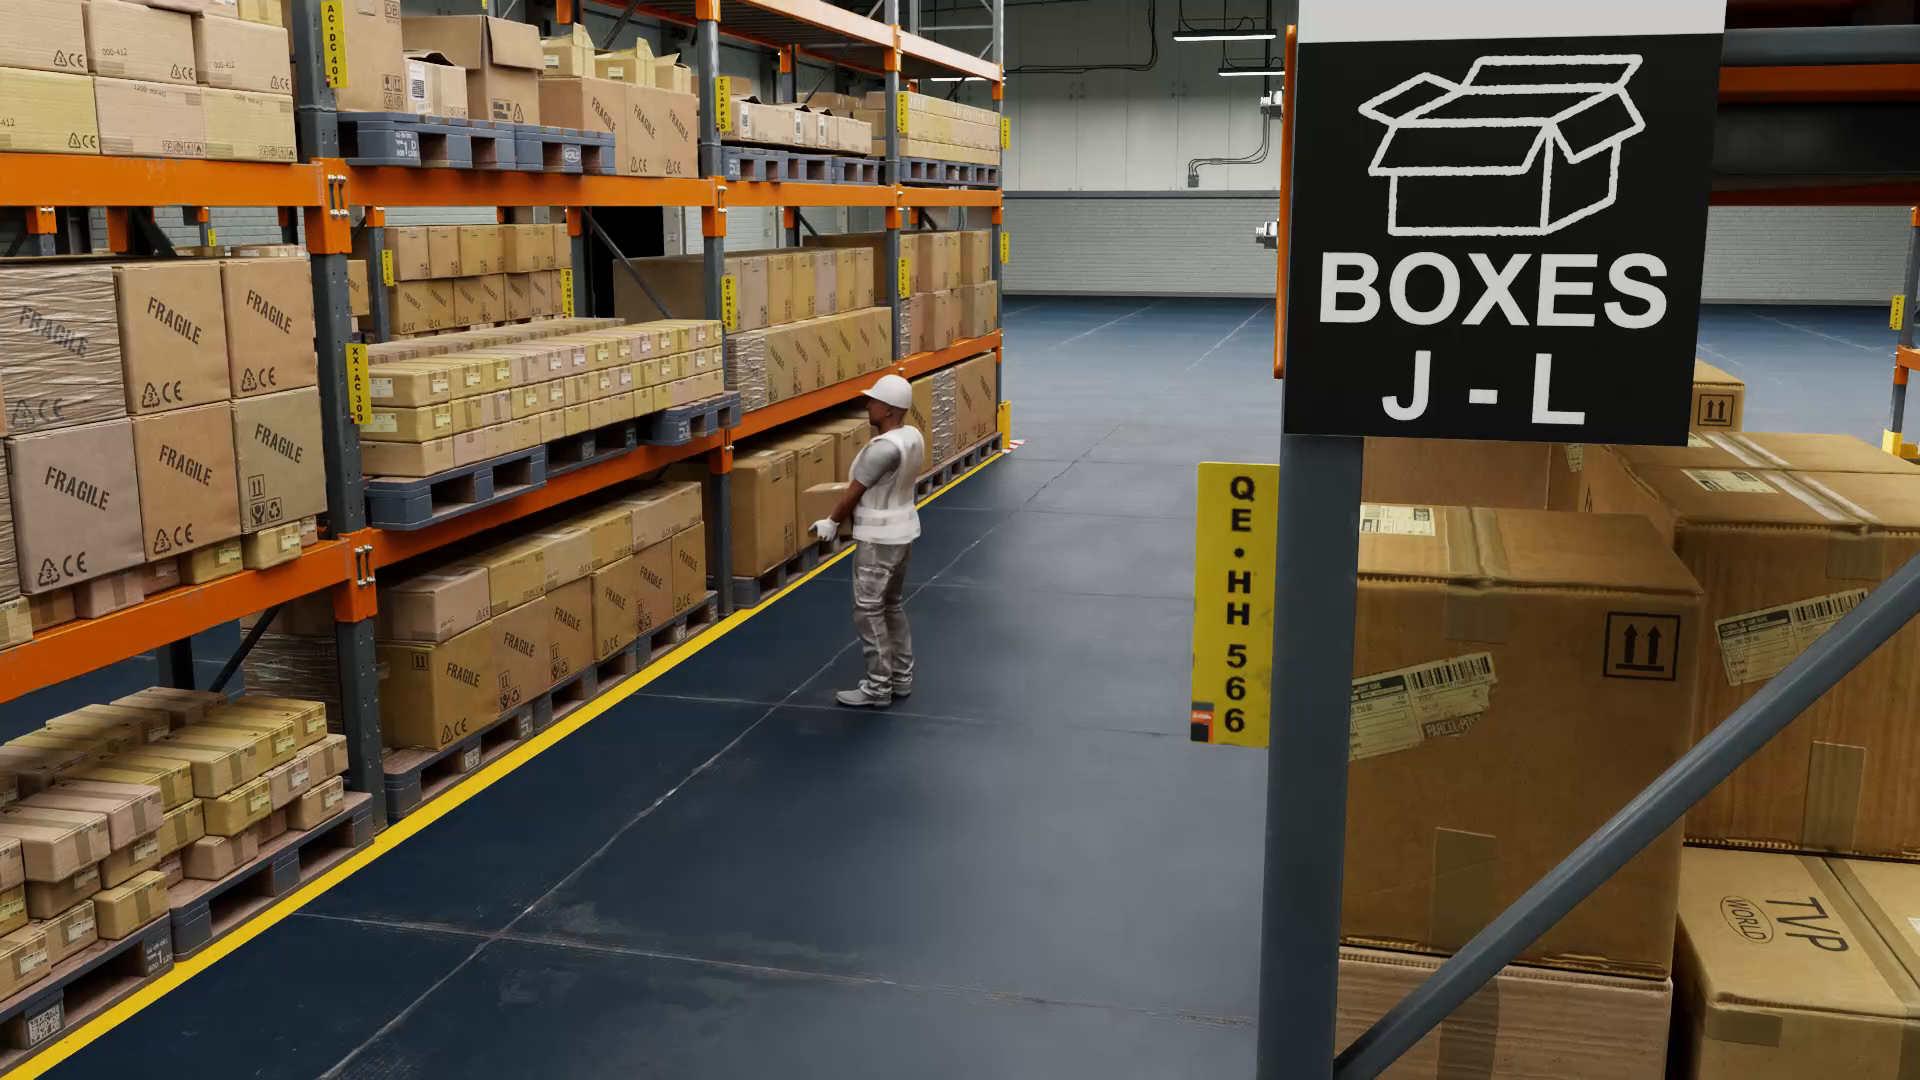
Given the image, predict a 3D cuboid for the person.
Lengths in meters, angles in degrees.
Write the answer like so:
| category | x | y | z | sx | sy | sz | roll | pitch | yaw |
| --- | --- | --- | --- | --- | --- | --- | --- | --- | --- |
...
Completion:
| category | x | y | z | sx | sy | sz | roll | pitch | yaw |
| --- | --- | --- | --- | --- | --- | --- | --- | --- | --- |
| person | -0.501 | 0.000 | 8.904 | 0.573 | 1.778 | 0.488 | 3 | 12 | 15 |
